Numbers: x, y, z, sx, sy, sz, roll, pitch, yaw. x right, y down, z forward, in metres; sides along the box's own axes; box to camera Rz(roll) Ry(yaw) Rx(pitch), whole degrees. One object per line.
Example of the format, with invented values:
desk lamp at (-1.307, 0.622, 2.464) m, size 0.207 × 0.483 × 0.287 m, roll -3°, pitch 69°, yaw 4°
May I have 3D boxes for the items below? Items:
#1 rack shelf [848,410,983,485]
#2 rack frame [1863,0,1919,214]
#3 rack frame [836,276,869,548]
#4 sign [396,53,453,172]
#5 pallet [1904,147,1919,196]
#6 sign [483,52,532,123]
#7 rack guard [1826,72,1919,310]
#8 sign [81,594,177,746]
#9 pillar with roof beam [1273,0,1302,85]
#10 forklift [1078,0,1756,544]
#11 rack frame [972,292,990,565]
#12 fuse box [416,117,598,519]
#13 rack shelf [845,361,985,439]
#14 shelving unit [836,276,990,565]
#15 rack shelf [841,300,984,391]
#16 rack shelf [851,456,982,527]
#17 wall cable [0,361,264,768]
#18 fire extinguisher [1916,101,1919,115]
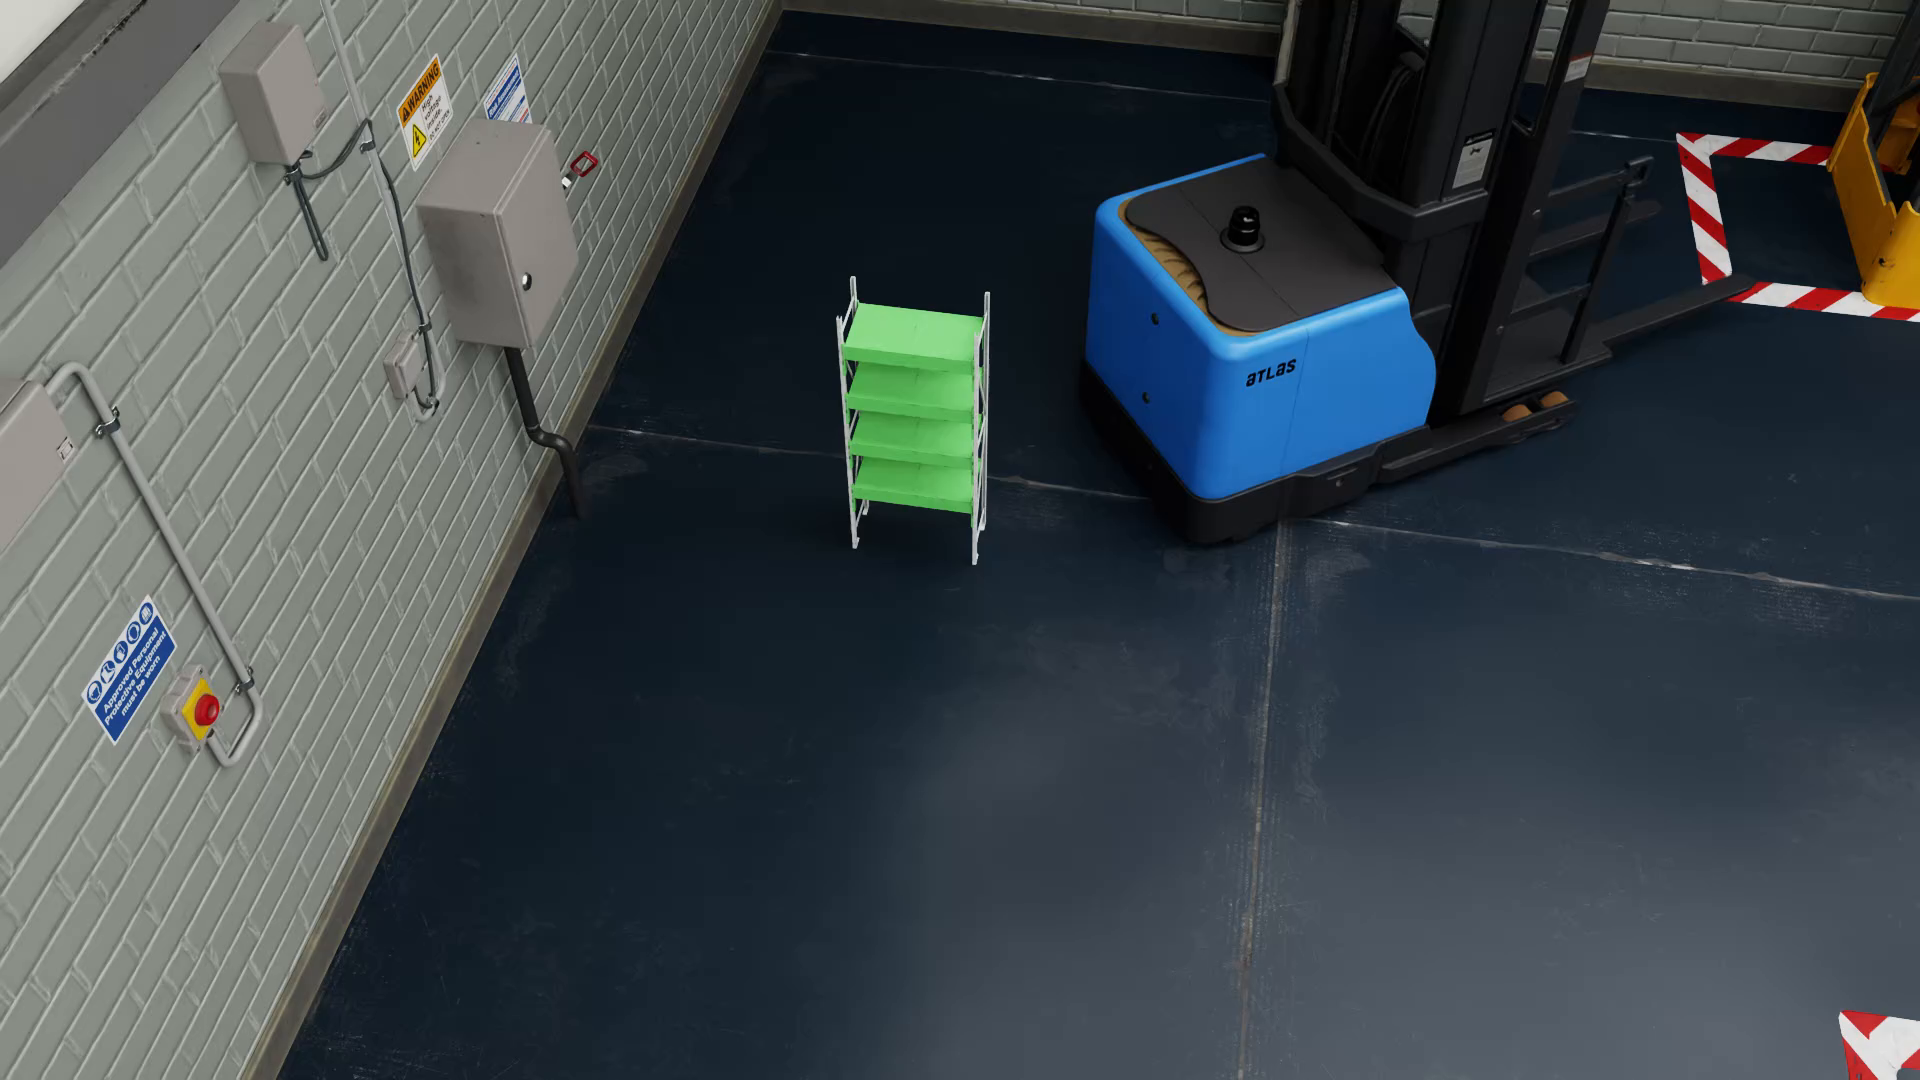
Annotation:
rack shelf at (-0.163, -0.380, 6.343) m, size 0.480 × 0.148 × 0.258 m, roll 8°, pitch 49°, yaw 7°
rack frame at (4.394, -2.513, 6.963) m, size 0.127 × 3.000 × 1.000 m, roll 8°, pitch 49°, yaw 7°
rack frame at (-0.403, -0.455, 6.324) m, size 0.015 × 1.200 × 0.240 m, roll 8°, pitch 49°, yaw 7°
sign at (-1.734, -1.389, 5.398) m, size 0.001 × 0.242 × 0.339 m, roll 8°, pitch 49°, yaw 7°
pallet at (5.254, -1.466, 7.897) m, size 1.213 × 0.211 × 1.003 m, roll 8°, pitch 49°, yaw 7°
sign at (-1.637, -1.483, 6.102) m, size 0.001 × 0.494 × 0.329 m, roll 8°, pitch 49°, yaw 7°
rack guard at (4.469, -1.667, 7.884) m, size 0.348 × 0.500 × 1.175 m, roll 8°, pitch 49°, yaw 7°
sign at (-2.107, 0.329, 4.228) m, size 0.001 × 0.218 × 0.327 m, roll 8°, pitch 49°, yaw 7°
pillar with roof beam at (1.135, -2.383, 2.813) m, size 0.400 × 9.000 × 9.100 m, roll 8°, pitch 49°, yaw 7°
forklift at (2.068, -1.727, 6.304) m, size 3.031 × 2.935 × 1.130 m, roll -20°, pitch 51°, yaw -17°
rack frame at (0.077, -0.391, 6.266) m, size 0.015 × 1.200 × 0.240 m, roll 8°, pitch 49°, yaw 7°
fuse box at (-1.521, -0.695, 6.196) m, size 0.414 × 1.711 × 0.539 m, roll 8°, pitch 49°, yaw 7°
rack shelf at (-0.163, -0.541, 6.164) m, size 0.480 × 0.148 × 0.258 m, roll 8°, pitch 49°, yaw 7°
shelving unit at (-0.163, -0.423, 6.295) m, size 0.503 × 1.200 × 0.258 m, roll 8°, pitch 49°, yaw 7°
rack shelf at (-0.163, -0.701, 5.986) m, size 0.480 × 0.148 × 0.258 m, roll 8°, pitch 49°, yaw 7°
rack shelf at (-0.163, -0.220, 6.521) m, size 0.480 × 0.148 × 0.258 m, roll 8°, pitch 49°, yaw 7°
wall cable at (-2.038, 0.042, 3.963) m, size 0.123 × 1.953 × 0.585 m, roll 8°, pitch 49°, yaw 7°
fire extinguisher at (4.167, -2.043, 6.844) m, size 0.183 × 0.674 × 0.296 m, roll 8°, pitch 49°, yaw 7°
